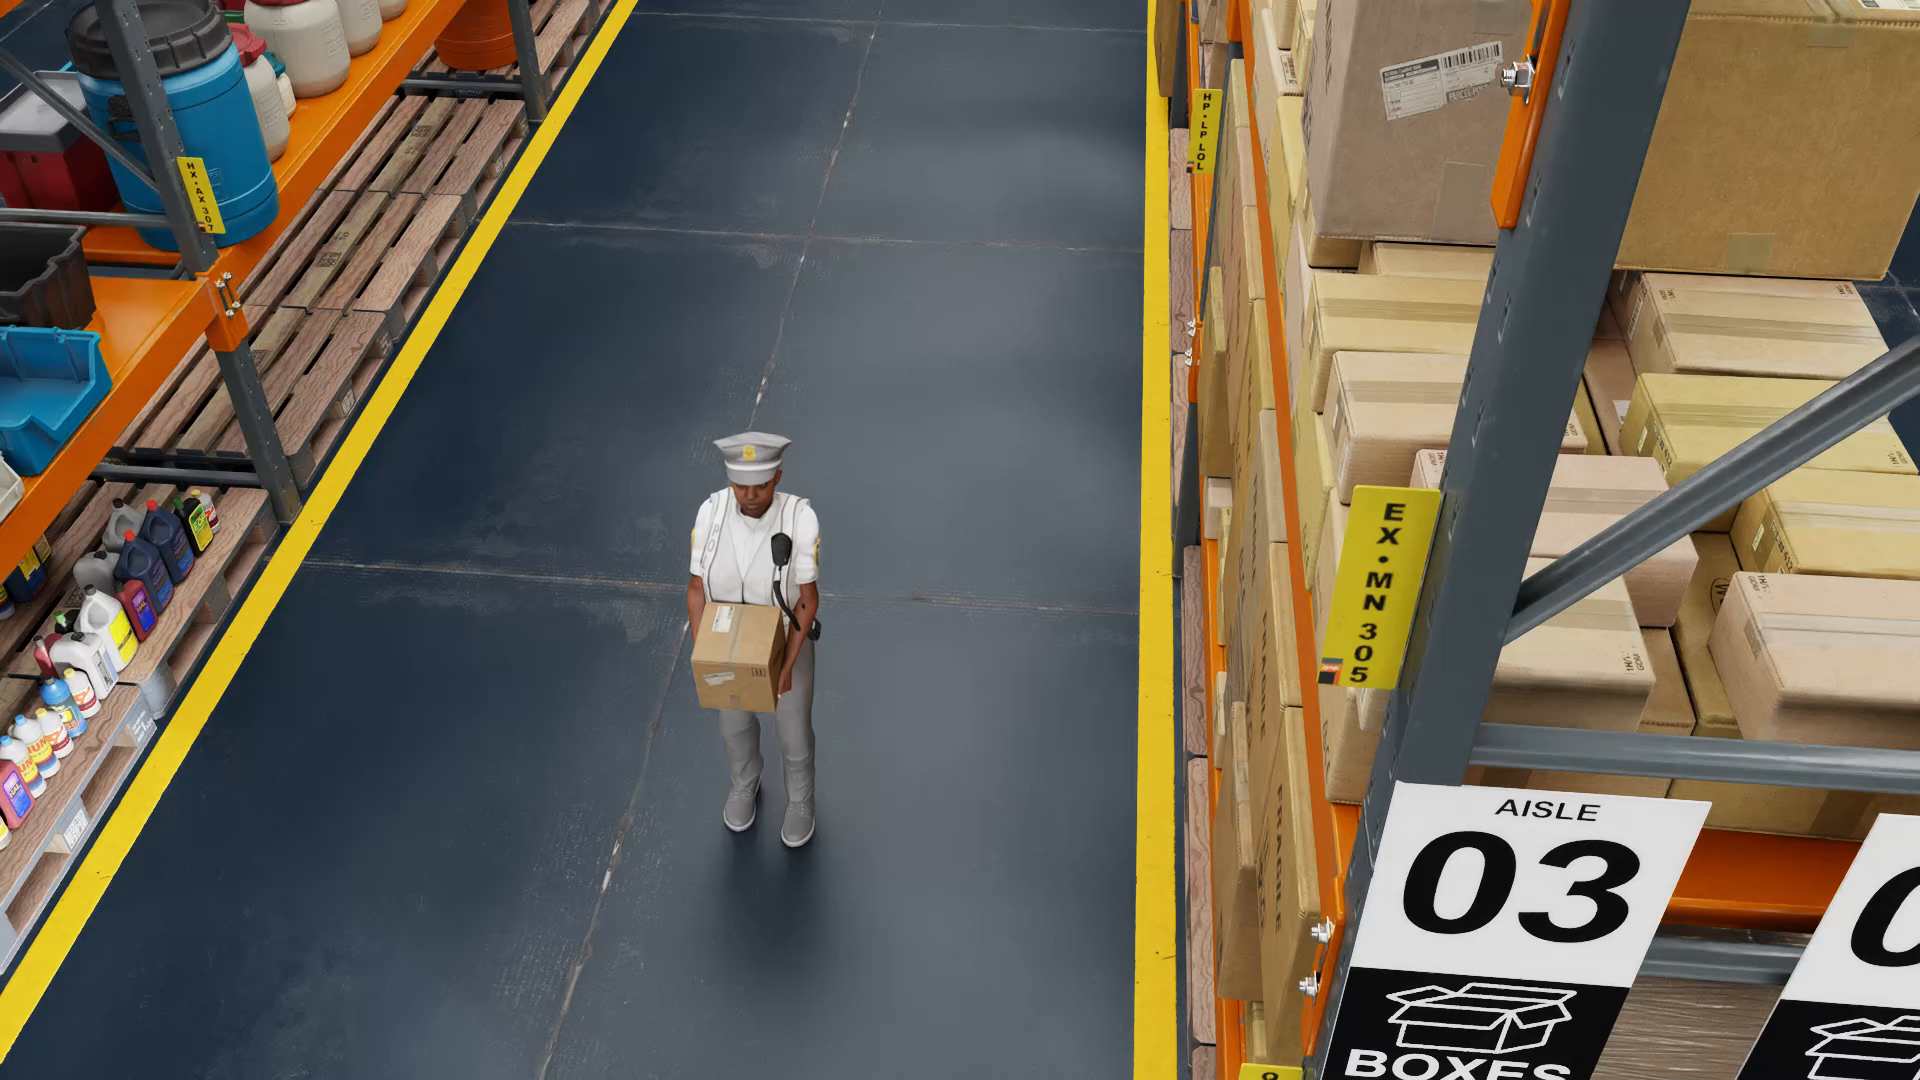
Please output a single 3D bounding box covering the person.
[{"bbox_3d":[-0.695,0.381,5.687,0.450,1.688,0.540,4,40,4],"label":"person"}]
